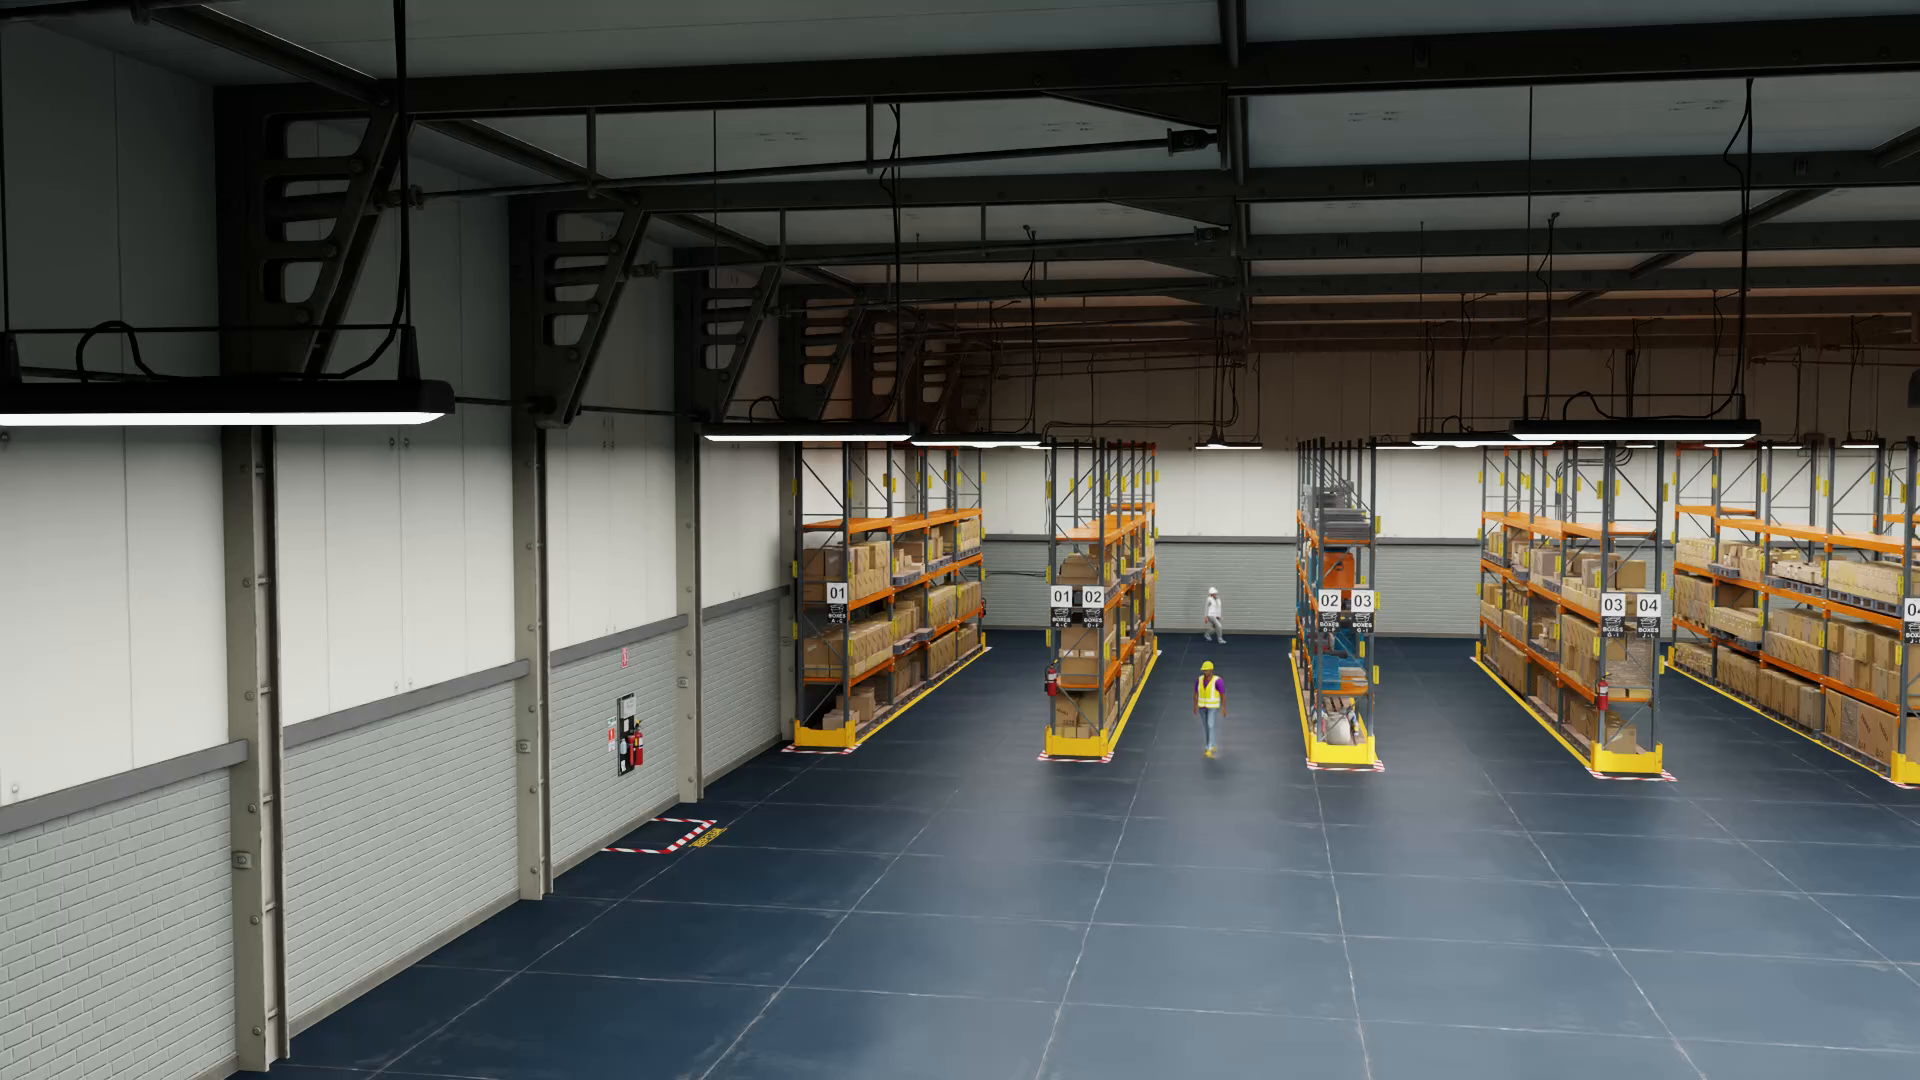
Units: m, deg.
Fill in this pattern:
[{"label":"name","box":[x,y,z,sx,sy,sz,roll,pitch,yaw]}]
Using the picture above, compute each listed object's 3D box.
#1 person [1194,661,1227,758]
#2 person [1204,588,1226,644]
[{"label":"person","box":[4.672,3.170,31.435,0.606,1.739,0.849,2,4,39]},{"label":"person","box":[7.636,2.254,49.850,0.529,1.663,0.994,-2,4,-37]}]
